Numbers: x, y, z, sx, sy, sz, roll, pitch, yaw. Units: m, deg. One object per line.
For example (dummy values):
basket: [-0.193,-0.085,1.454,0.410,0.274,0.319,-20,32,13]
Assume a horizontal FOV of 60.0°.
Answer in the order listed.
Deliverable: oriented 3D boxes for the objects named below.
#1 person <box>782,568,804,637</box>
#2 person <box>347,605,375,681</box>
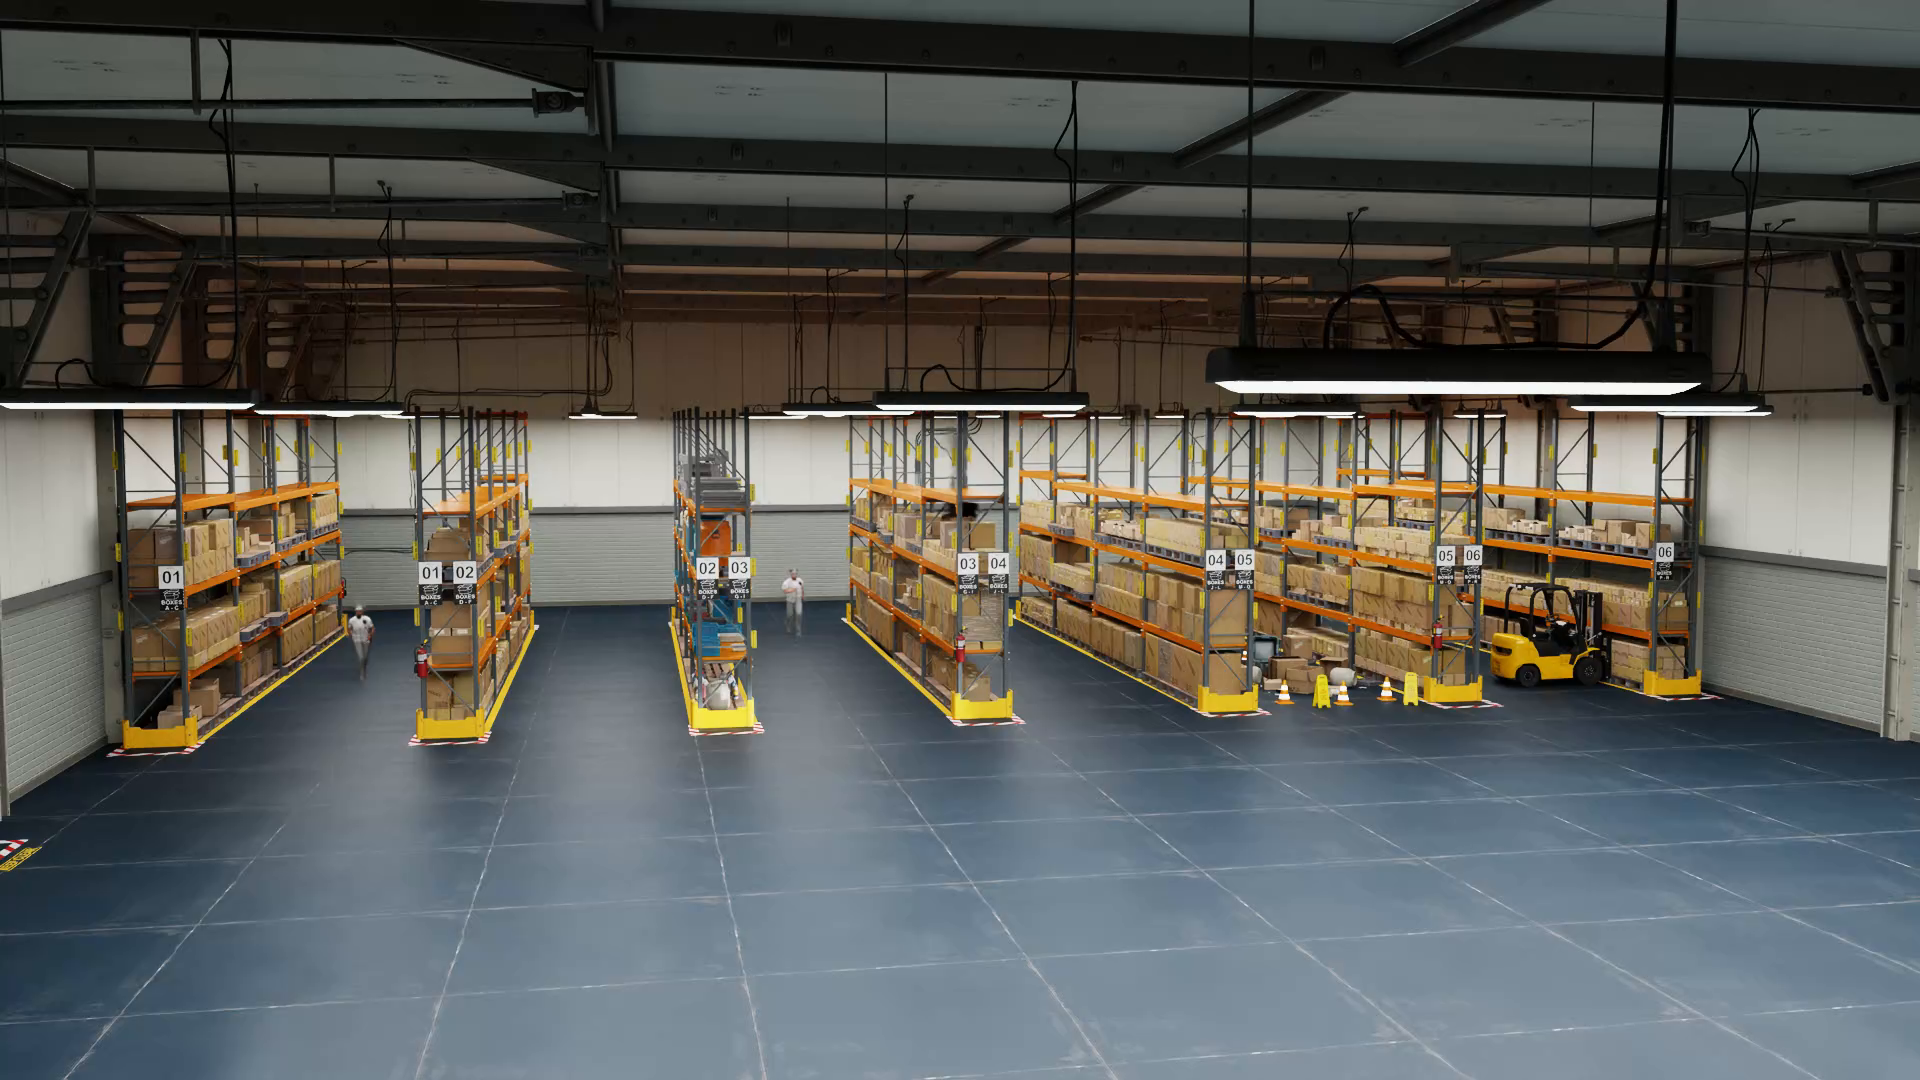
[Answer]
person: [-4.472,1.655,44.578,0.633,1.816,0.915,-1,4,-20]
person: [-13.322,2.267,37.006,0.576,1.710,0.730,-2,4,-20]
